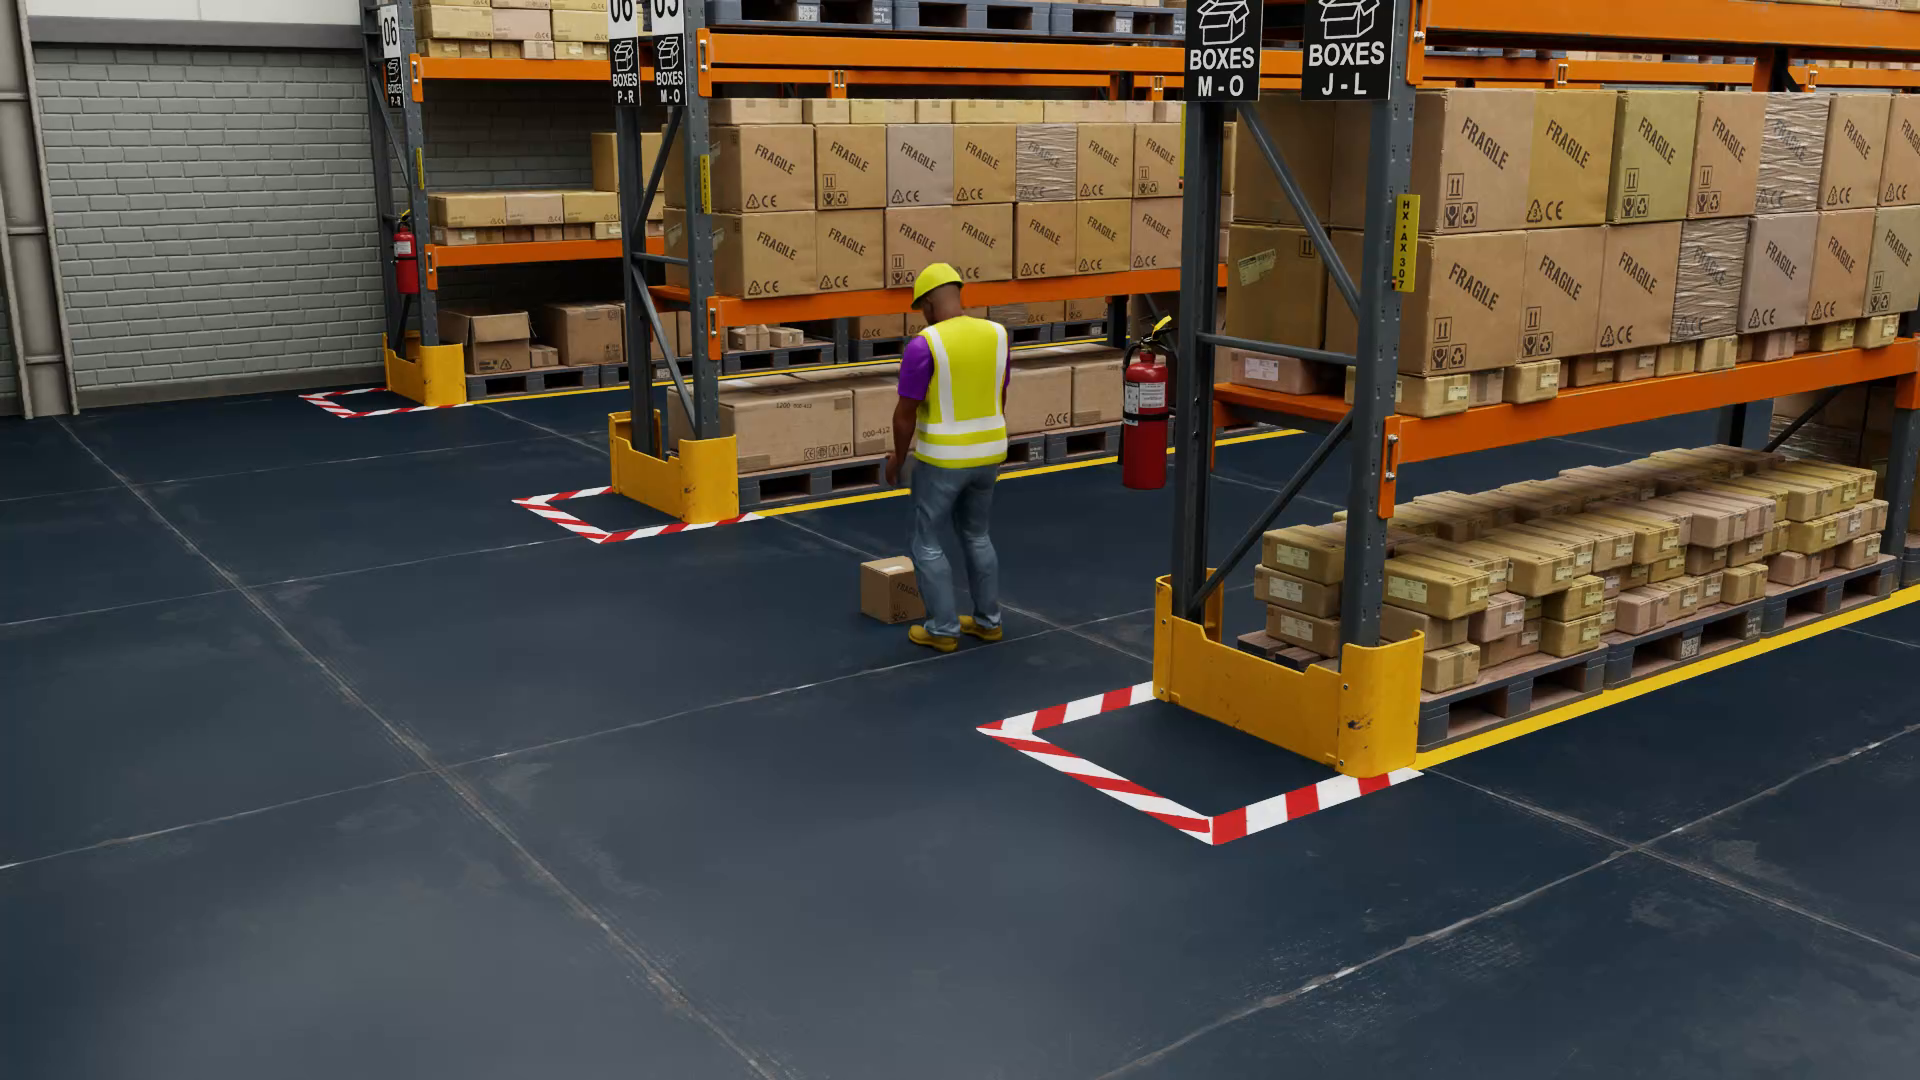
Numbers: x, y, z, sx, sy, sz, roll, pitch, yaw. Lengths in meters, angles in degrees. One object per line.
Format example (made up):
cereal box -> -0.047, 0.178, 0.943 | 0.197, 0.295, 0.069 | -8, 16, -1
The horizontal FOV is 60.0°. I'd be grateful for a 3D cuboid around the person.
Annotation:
person -> -0.049, -0.371, 7.494 | 0.588, 1.725, 0.437 | -10, 17, -33
